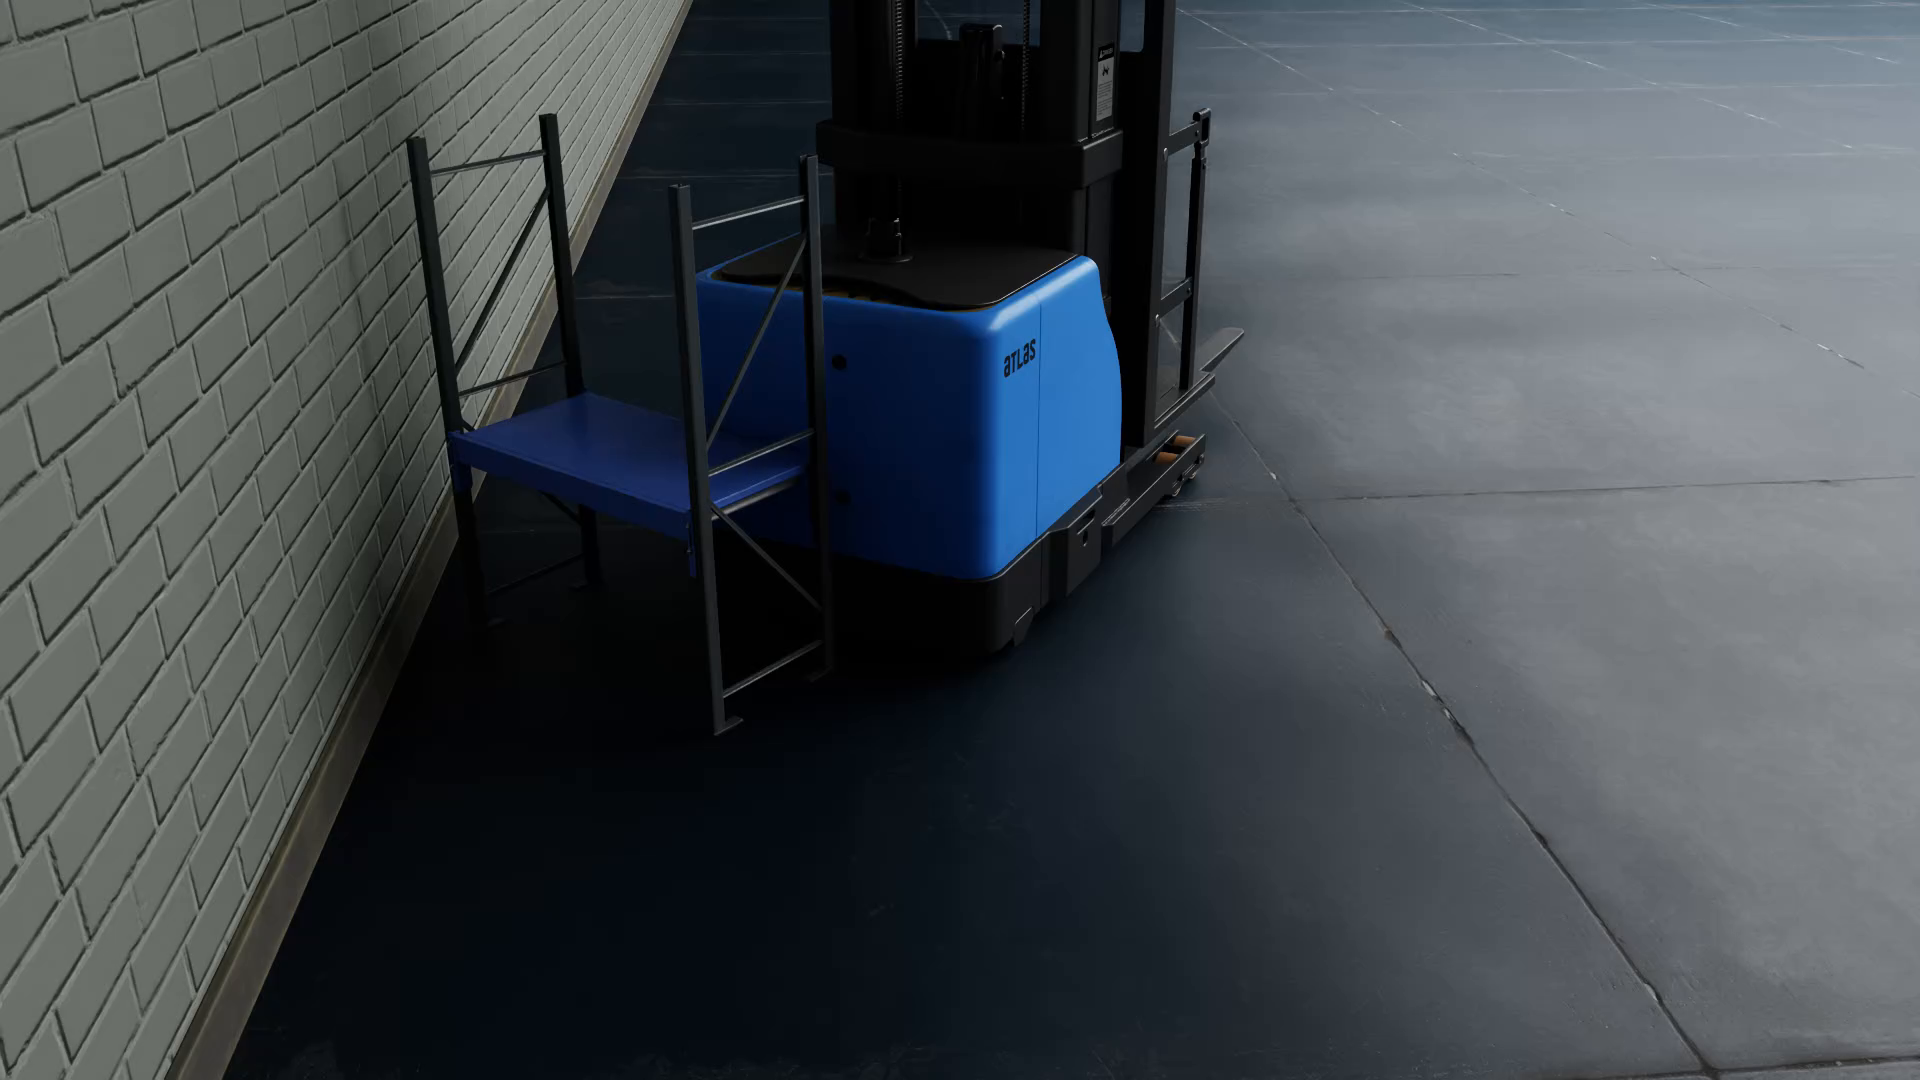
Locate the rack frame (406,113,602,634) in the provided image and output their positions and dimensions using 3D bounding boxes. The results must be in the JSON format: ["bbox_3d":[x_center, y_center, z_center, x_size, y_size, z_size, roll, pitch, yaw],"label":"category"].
[{"bbox_3d":[-1.339,-0.480,4.984,0.032,1.500,0.500,17,29,34],"label":"rack frame"}]

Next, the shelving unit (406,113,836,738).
[{"bbox_3d":[-0.935,-0.355,4.703,1.048,1.500,0.538,17,29,34],"label":"shelving unit"}]

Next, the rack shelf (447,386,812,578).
[{"bbox_3d":[-0.935,-0.191,4.776,1.000,0.185,0.538,17,29,34],"label":"rack shelf"}]

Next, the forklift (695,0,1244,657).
[{"bbox_3d":[0.274,-1.566,5.665,1.130,2.935,3.031,11,26,24],"label":"forklift"}]

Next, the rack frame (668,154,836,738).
[{"bbox_3d":[-0.530,-0.230,4.421,0.032,1.500,0.500,17,29,34],"label":"rack frame"}]
